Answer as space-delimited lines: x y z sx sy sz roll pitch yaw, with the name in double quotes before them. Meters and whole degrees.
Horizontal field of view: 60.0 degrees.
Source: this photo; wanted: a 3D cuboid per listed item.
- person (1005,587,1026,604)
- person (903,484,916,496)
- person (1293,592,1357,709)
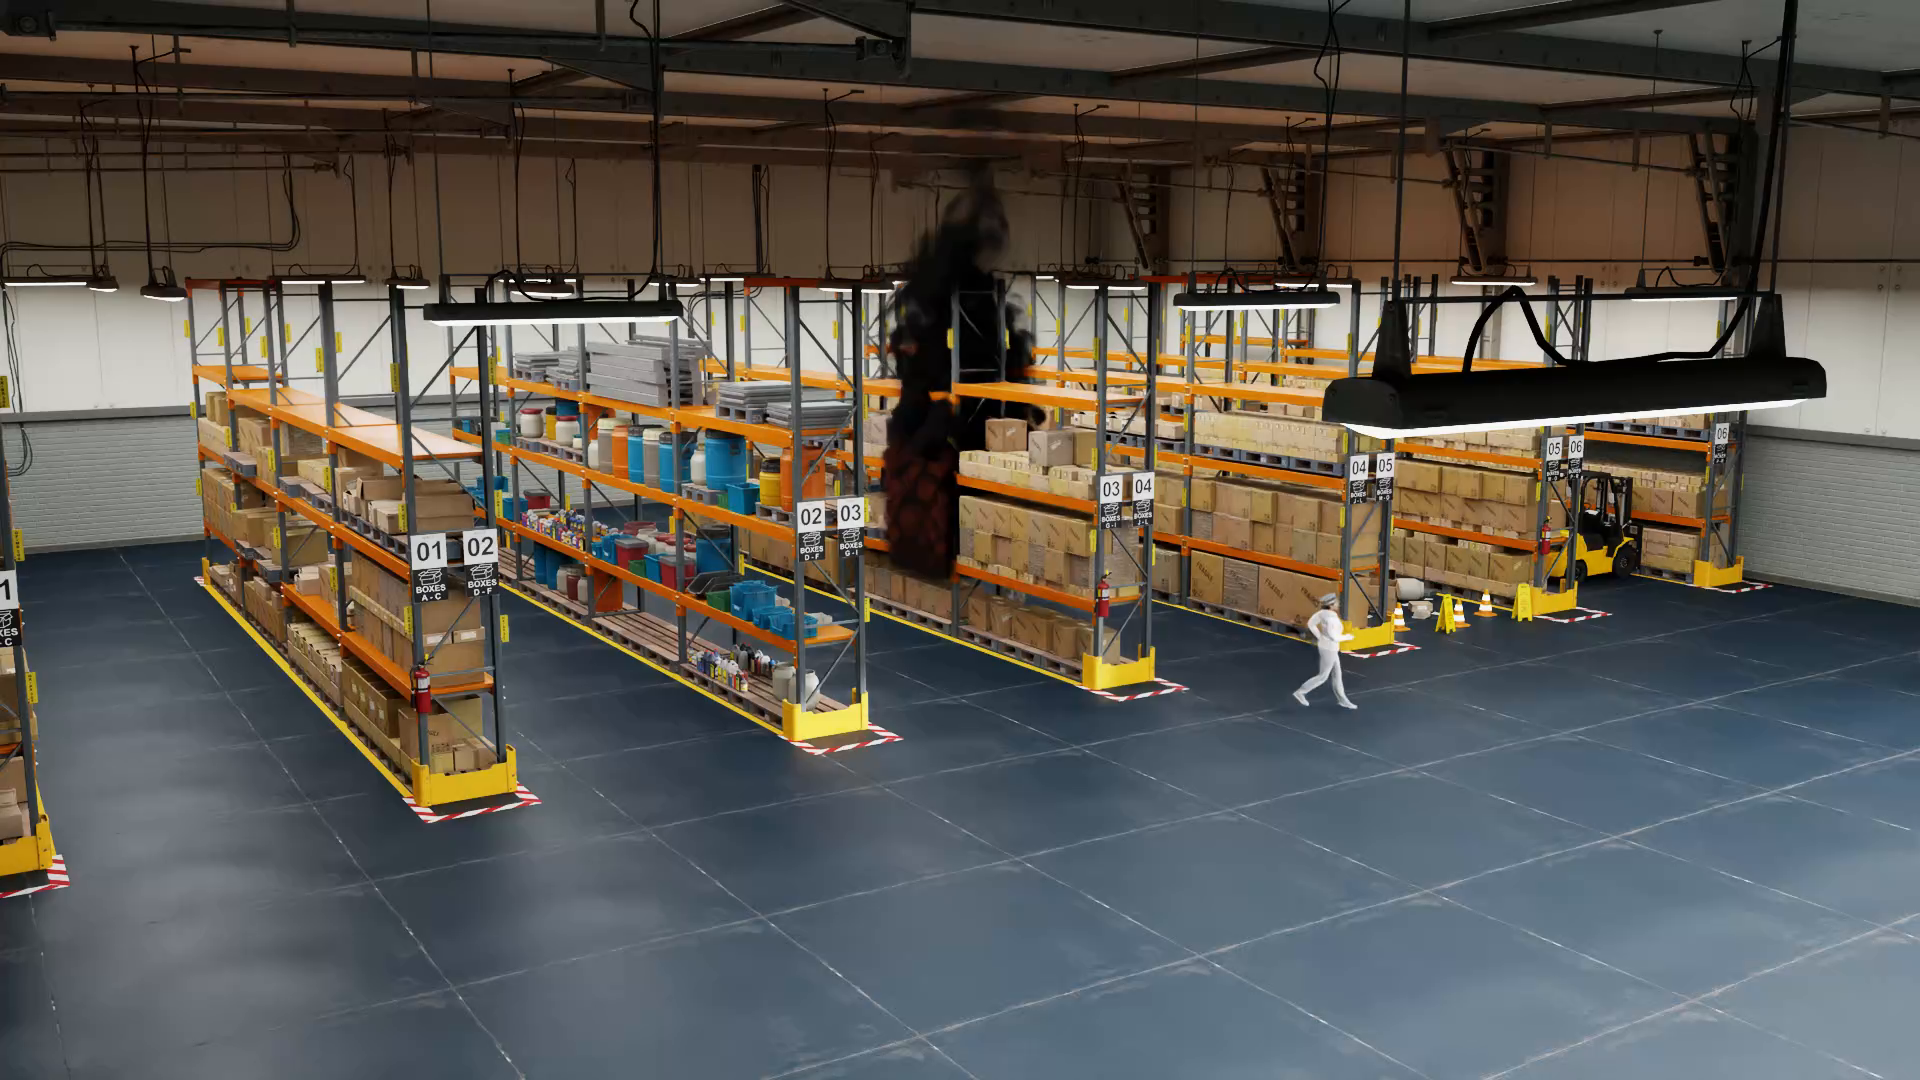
"person" 1.124 0.331 30.771 0.709 1.791 0.690 -7 12 -34
"person" -1.383 -1.619 42.540 0.831 1.712 0.590 -8 12 -38
"person" 5.178 1.576 23.461 0.937 1.697 0.618 0 10 1
